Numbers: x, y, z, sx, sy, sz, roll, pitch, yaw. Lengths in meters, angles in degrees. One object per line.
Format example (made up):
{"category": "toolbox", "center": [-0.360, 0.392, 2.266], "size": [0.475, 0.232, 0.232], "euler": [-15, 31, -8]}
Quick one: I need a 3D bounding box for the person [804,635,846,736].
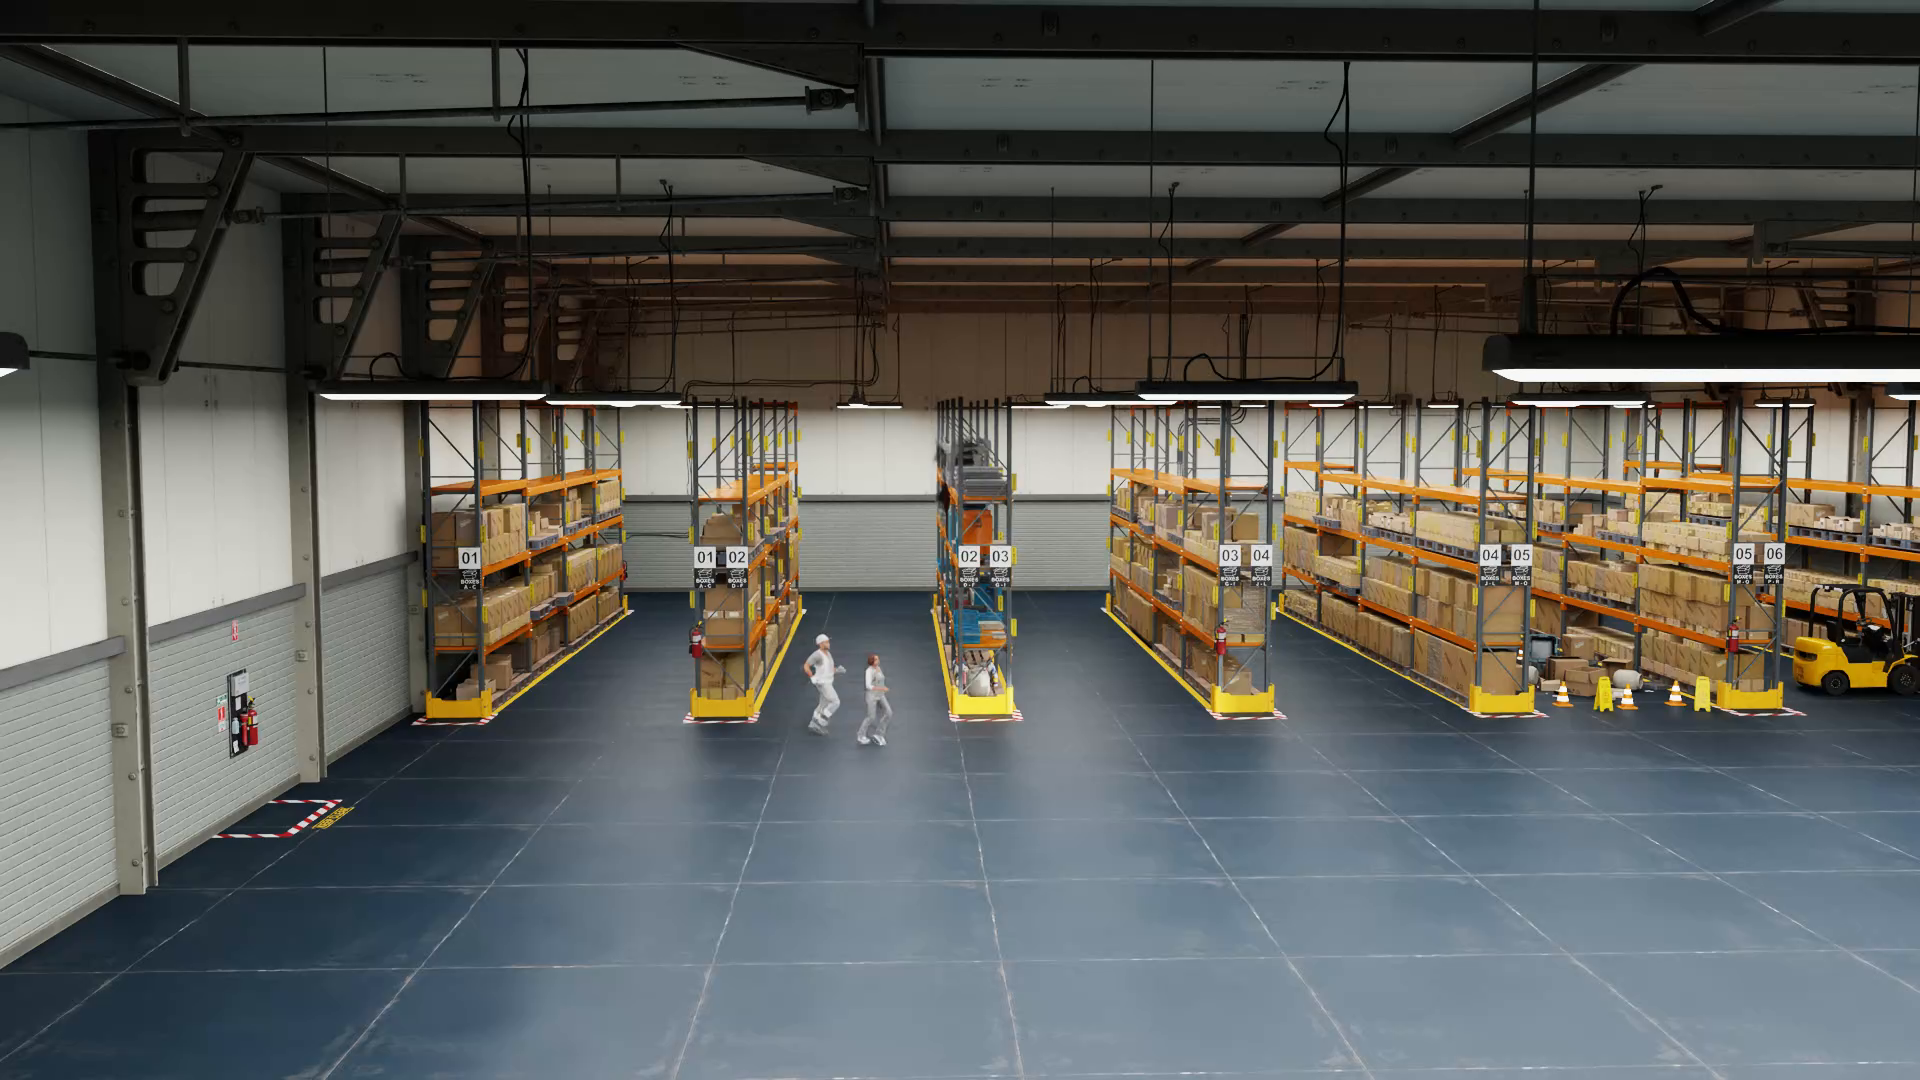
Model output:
{"category": "person", "center": [-2.366, 2.561, 29.376], "size": [0.698, 1.781, 0.654], "euler": [1, 5, 13]}

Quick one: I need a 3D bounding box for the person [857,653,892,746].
{"category": "person", "center": [-1.463, 2.735, 28.499], "size": [0.665, 1.609, 0.543], "euler": [3, 5, 31]}
